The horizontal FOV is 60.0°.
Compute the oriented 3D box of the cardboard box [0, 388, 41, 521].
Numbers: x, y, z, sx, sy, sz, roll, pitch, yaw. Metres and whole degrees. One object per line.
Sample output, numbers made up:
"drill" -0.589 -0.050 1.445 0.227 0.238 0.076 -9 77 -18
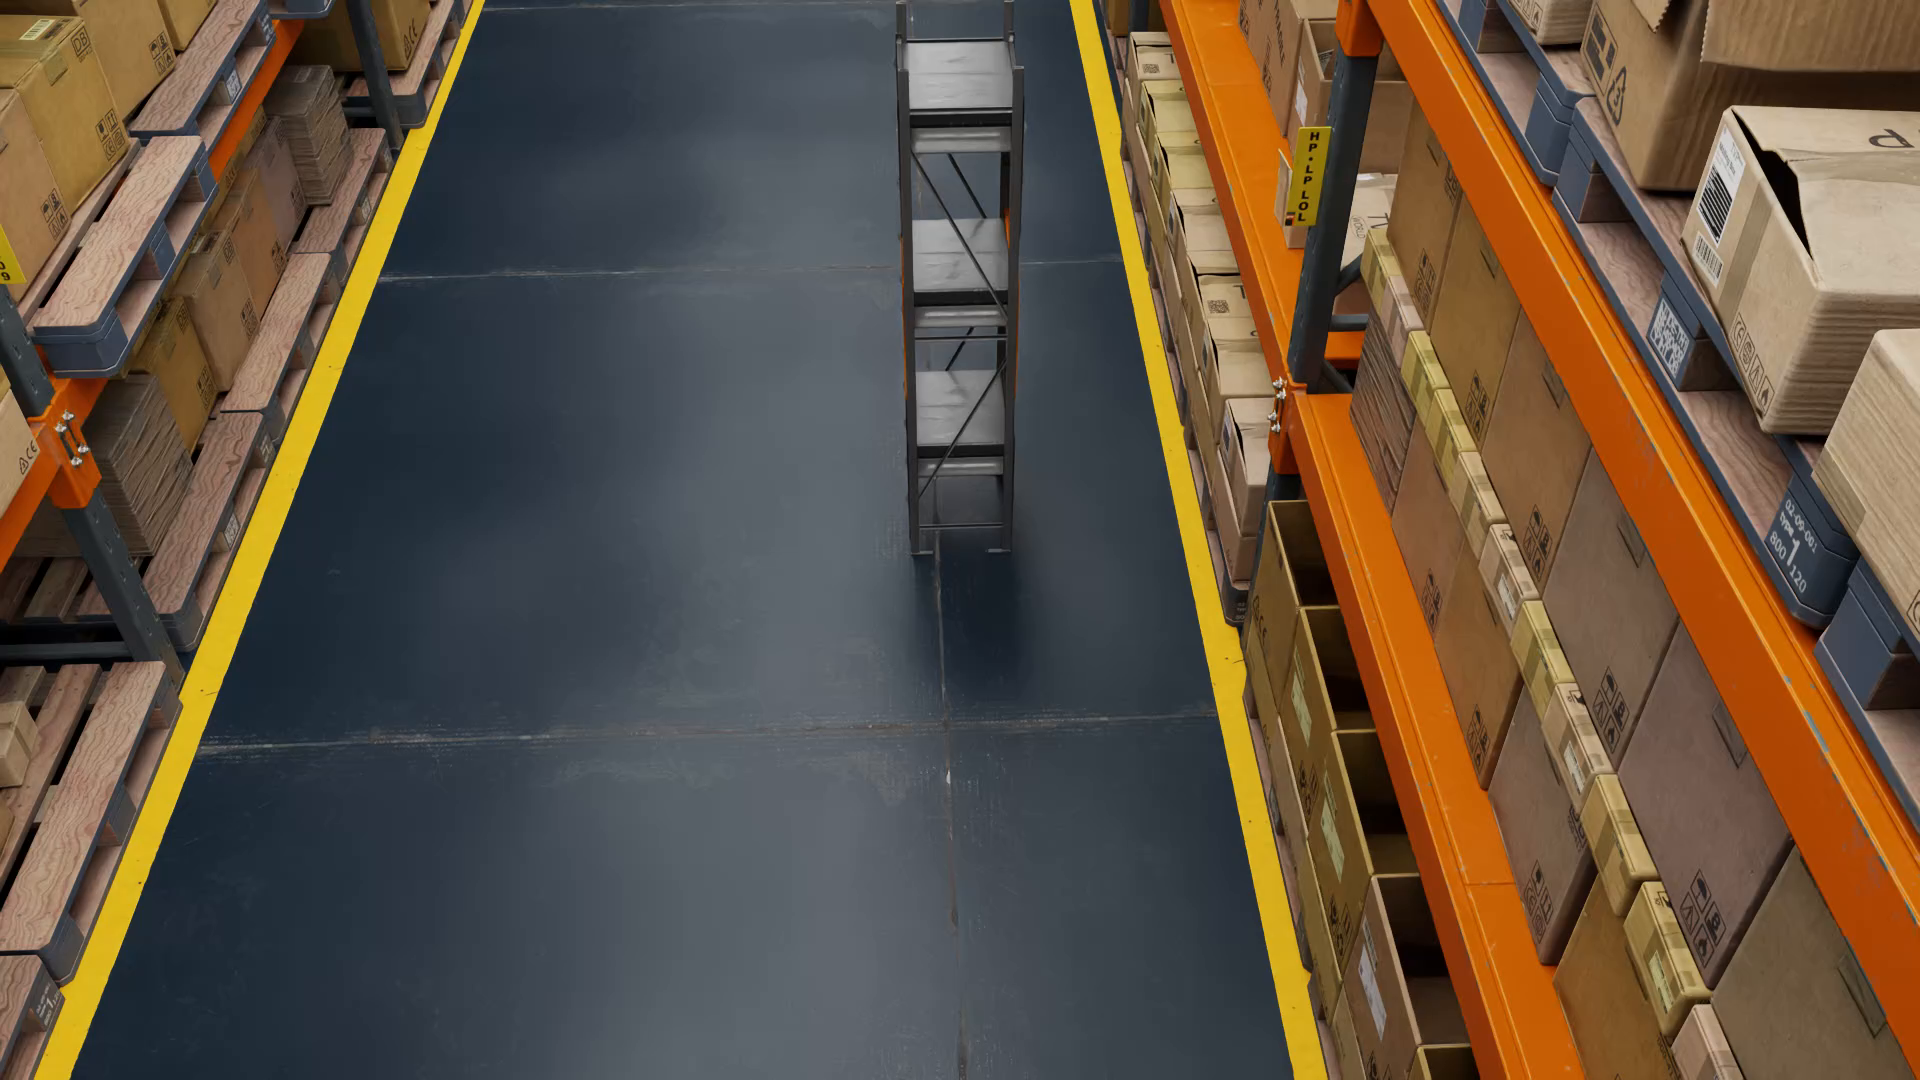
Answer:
"cardboard box" -3.058 -0.188 4.832 0.500 0.250 0.500 -2 43 -2

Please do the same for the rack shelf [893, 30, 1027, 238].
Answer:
"rack shelf" -0.007 -1.392 5.699 0.431 0.518 0.480 -2 43 -2

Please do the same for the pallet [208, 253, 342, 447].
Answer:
"pallet" -3.471 -0.870 7.543 1.003 0.211 1.213 -2 43 -2

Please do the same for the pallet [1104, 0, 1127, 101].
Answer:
"pallet" 1.404 -2.869 9.724 1.003 0.211 1.213 -2 43 -2

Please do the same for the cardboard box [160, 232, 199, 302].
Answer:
"cardboard box" -3.477 -1.209 6.819 0.500 0.250 0.500 -3 43 -3

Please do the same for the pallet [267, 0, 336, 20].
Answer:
"pallet" -3.414 -2.699 7.616 1.213 0.211 1.003 -2 43 -2

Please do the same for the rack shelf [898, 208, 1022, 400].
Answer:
"rack shelf" -0.007 -0.876 6.172 0.431 0.518 0.480 -2 43 -2

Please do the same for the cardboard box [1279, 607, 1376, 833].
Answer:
"cardboard box" 1.304 0.550 5.099 0.500 0.500 0.500 -2 43 -2

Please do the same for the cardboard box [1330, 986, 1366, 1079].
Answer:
"cardboard box" 1.344 1.501 4.616 0.500 0.250 0.500 -2 43 -2

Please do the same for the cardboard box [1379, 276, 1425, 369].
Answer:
"cardboard box" 1.397 -0.612 4.643 0.380 0.149 0.250 -1 43 -1

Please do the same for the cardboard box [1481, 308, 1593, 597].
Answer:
"cardboard box" 1.636 -0.228 3.745 0.700 0.500 0.500 -2 43 -2

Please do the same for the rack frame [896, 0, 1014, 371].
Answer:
"rack frame" -0.017 -1.051 6.342 0.400 2.100 0.015 -2 43 -2

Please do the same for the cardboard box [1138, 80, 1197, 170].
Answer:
"cardboard box" 1.158 -2.024 8.047 0.500 0.311 0.500 -3 43 -3

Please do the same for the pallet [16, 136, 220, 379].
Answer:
"pallet" -3.268 -0.997 5.759 1.003 0.211 1.213 -2 43 -2

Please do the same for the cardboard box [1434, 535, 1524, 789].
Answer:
"cardboard box" 1.639 0.265 4.167 0.700 0.500 0.500 -1 43 -1

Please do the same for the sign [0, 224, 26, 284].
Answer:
"sign" -2.839 -0.887 4.857 0.100 0.325 0.005 -2 43 -2

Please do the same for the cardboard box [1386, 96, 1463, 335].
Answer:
"cardboard box" 1.593 -0.908 4.486 0.700 0.500 0.500 -1 43 -2

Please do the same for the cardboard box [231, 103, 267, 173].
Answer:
"cardboard box" -3.507 -1.894 7.565 0.500 0.250 0.500 -1 43 -1

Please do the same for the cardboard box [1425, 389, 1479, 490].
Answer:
"cardboard box" 1.422 -0.260 4.260 0.380 0.149 0.250 -2 43 -2

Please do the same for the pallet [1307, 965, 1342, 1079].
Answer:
"pallet" 1.615 1.700 4.739 1.003 0.211 1.213 -2 43 -2

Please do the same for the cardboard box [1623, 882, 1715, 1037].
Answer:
"cardboard box" 1.488 0.784 3.121 0.380 0.149 0.250 0 43 0

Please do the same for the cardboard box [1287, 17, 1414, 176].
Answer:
"cardboard box" 1.529 -1.603 6.205 0.500 0.500 0.500 1 43 1

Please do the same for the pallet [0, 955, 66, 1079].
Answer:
"pallet" -3.263 1.759 4.675 1.003 0.211 1.213 -2 43 -2

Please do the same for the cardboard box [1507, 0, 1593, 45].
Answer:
"cardboard box" 1.349 -1.259 3.335 0.500 0.311 0.500 -4 43 -4

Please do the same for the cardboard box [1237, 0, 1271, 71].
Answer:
"cardboard box" 1.486 -2.297 6.962 0.500 0.500 0.500 -4 43 -4

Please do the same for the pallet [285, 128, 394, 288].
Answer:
"pallet" -3.519 -1.692 8.440 1.003 0.211 1.213 -2 43 -2

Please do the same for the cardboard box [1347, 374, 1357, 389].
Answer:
"cardboard box" 1.783 -0.664 6.564 0.500 0.311 0.500 -2 43 -2

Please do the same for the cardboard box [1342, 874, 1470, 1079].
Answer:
"cardboard box" 1.341 1.225 4.363 0.500 0.500 0.500 -2 43 -2

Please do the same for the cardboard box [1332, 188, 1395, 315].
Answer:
"cardboard box" 1.503 -0.968 5.697 0.500 0.250 0.500 1 43 1

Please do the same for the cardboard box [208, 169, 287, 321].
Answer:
"cardboard box" -3.513 -1.318 7.492 0.700 0.500 0.500 -2 43 -2

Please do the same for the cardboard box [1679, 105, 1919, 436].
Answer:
"cardboard box" 1.402 -0.416 2.416 0.500 0.311 0.500 3 43 3

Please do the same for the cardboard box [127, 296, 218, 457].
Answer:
"cardboard box" -3.501 -0.632 6.744 0.700 0.500 0.500 -2 43 -3

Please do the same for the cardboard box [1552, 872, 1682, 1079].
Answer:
"cardboard box" 1.688 0.966 3.402 0.700 0.500 0.500 -1 43 -2

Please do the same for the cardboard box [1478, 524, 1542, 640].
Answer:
"cardboard box" 1.445 0.089 3.879 0.380 0.149 0.250 -3 43 -3

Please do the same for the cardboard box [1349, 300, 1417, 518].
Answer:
"cardboard box" 1.593 -0.429 4.925 0.700 0.500 0.500 -3 43 -3

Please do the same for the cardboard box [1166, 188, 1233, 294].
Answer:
"cardboard box" 1.199 -1.332 7.293 0.500 0.311 0.500 -2 43 -2

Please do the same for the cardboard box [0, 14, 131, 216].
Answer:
"cardboard box" -3.385 -1.468 5.732 0.700 0.500 0.500 2 43 3

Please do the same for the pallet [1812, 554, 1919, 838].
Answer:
"pallet" 1.734 0.457 1.877 1.003 0.211 1.213 -2 43 -2

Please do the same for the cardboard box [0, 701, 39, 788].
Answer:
"cardboard box" -3.328 0.695 5.543 0.380 0.166 0.250 -7 43 -7

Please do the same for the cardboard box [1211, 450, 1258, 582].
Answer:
"cardboard box" 1.261 -0.105 6.368 0.500 0.250 0.500 -2 43 -2

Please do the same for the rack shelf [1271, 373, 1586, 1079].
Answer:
"rack shelf" 1.653 0.923 4.055 1.077 0.370 4.000 -2 43 -2

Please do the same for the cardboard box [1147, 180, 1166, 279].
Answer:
"cardboard box" 1.177 -1.481 7.870 0.500 0.250 0.500 -3 43 -3

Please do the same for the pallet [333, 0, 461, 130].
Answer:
"pallet" -3.509 -2.754 9.598 1.003 0.211 1.213 -2 43 -2

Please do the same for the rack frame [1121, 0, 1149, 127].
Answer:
"rack frame" 1.398 -3.392 8.231 1.000 3.000 0.127 -2 43 -2

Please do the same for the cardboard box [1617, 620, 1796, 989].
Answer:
"cardboard box" 1.678 0.447 3.008 0.700 0.500 0.500 -1 43 -2

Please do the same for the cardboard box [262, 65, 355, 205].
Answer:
"cardboard box" -3.468 -2.004 8.240 0.700 0.500 0.500 -1 43 -1

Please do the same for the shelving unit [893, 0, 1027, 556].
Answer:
"shelving unit" -0.007 -0.886 6.162 0.431 2.100 0.503 -2 43 -2

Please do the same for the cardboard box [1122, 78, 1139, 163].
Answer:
"cardboard box" 1.127 -2.171 8.623 0.500 0.250 0.500 -2 43 -2

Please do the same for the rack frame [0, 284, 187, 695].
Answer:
"rack frame" -3.381 -0.547 5.127 1.000 3.000 0.127 -2 43 -2

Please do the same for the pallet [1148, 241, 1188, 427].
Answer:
"pallet" 1.443 -0.986 7.669 1.003 0.211 1.213 -2 43 -2

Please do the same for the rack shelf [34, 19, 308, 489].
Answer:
"rack shelf" -3.466 -1.632 6.843 1.077 0.370 4.000 -2 43 -2

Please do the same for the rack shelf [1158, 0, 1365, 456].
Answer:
"rack shelf" 1.483 -1.777 7.001 1.077 0.370 4.000 -2 43 -2

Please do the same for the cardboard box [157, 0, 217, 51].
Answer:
"cardboard box" -3.446 -2.289 6.628 0.700 0.500 0.500 -2 43 -2

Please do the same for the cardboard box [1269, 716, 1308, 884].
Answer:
"cardboard box" 1.301 0.826 5.353 0.500 0.250 0.500 -2 43 -2

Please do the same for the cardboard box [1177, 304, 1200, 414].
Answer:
"cardboard box" 1.219 -0.792 7.118 0.500 0.250 0.500 -1 43 -1

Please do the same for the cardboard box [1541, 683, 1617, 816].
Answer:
"cardboard box" 1.463 0.433 3.504 0.380 0.149 0.250 -2 43 -2

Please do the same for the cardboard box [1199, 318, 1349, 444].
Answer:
"cardboard box" 1.236 -0.656 6.555 0.500 0.311 0.500 -1 43 -1
